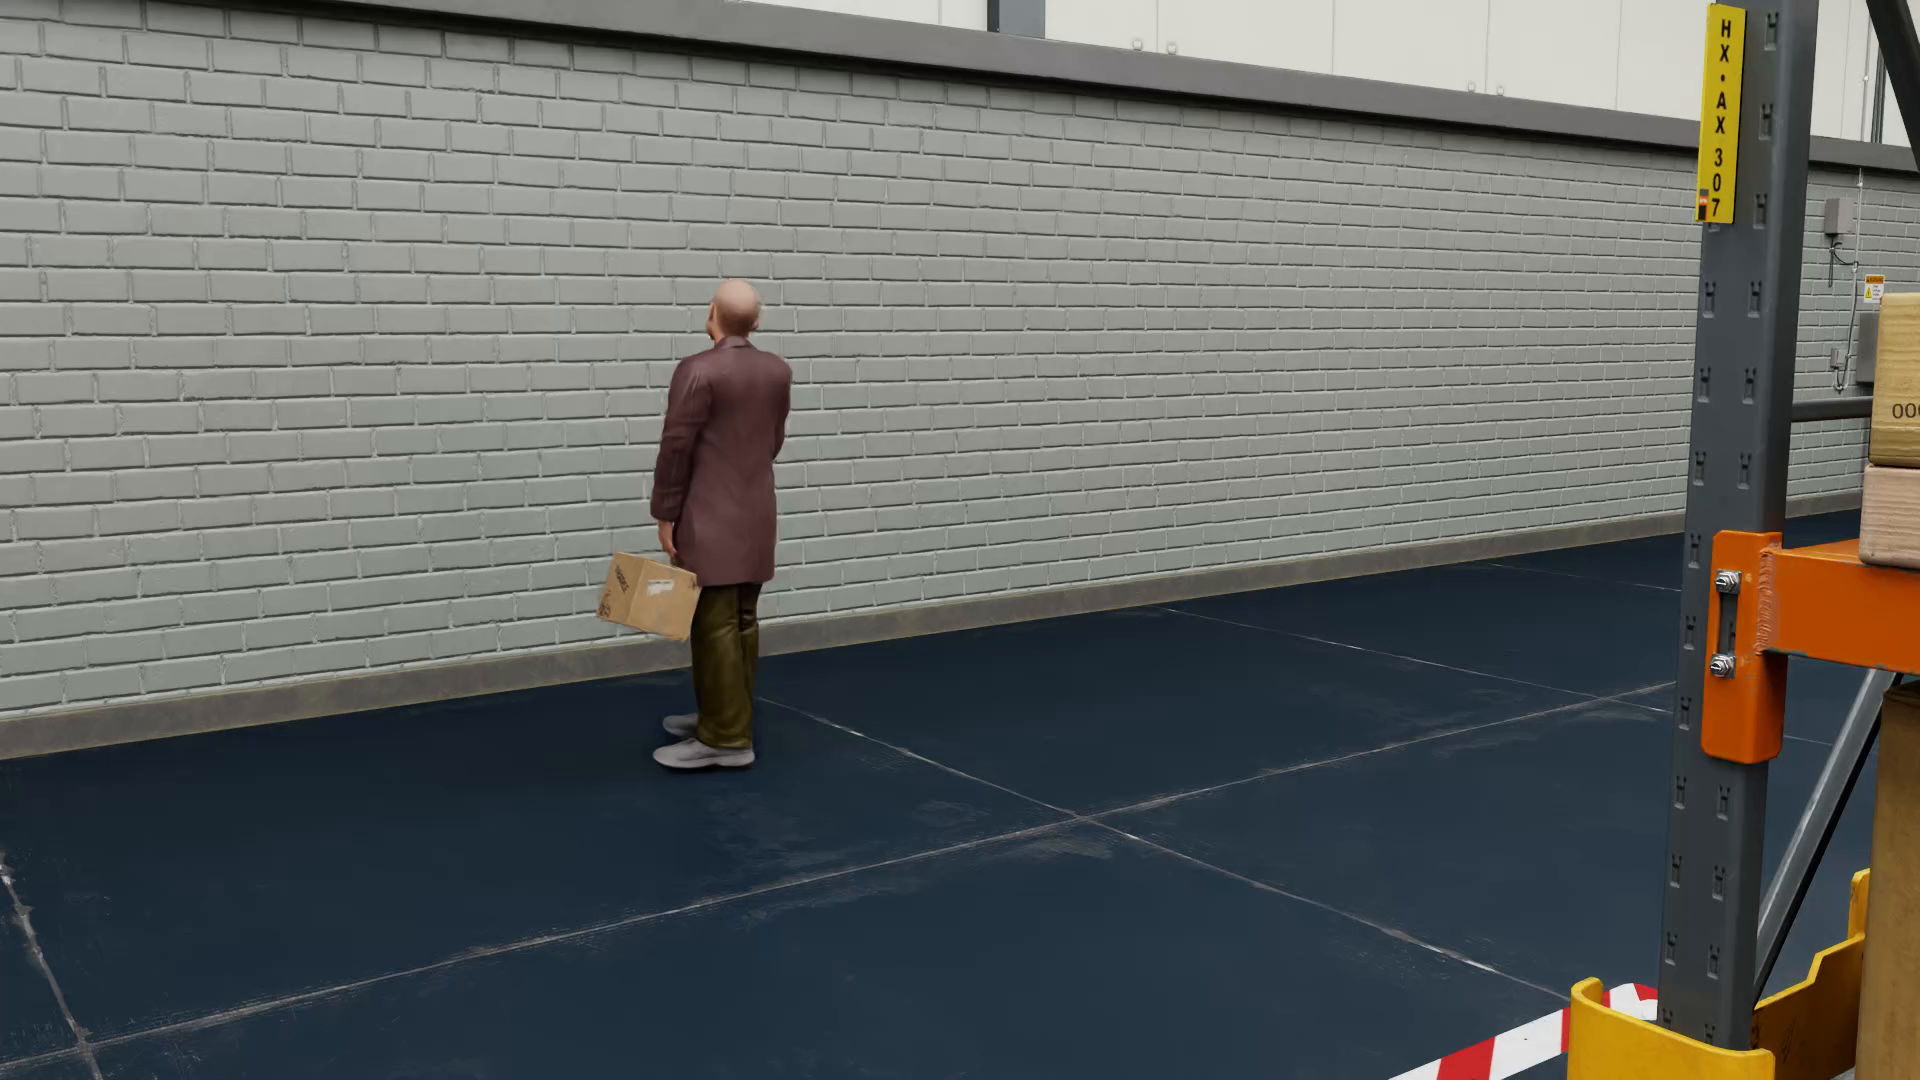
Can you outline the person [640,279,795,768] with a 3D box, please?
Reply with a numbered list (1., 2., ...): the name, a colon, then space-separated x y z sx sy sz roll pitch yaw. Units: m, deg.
1. person: -0.949 -0.076 6.240 0.614 1.784 0.592 -6 10 -39
